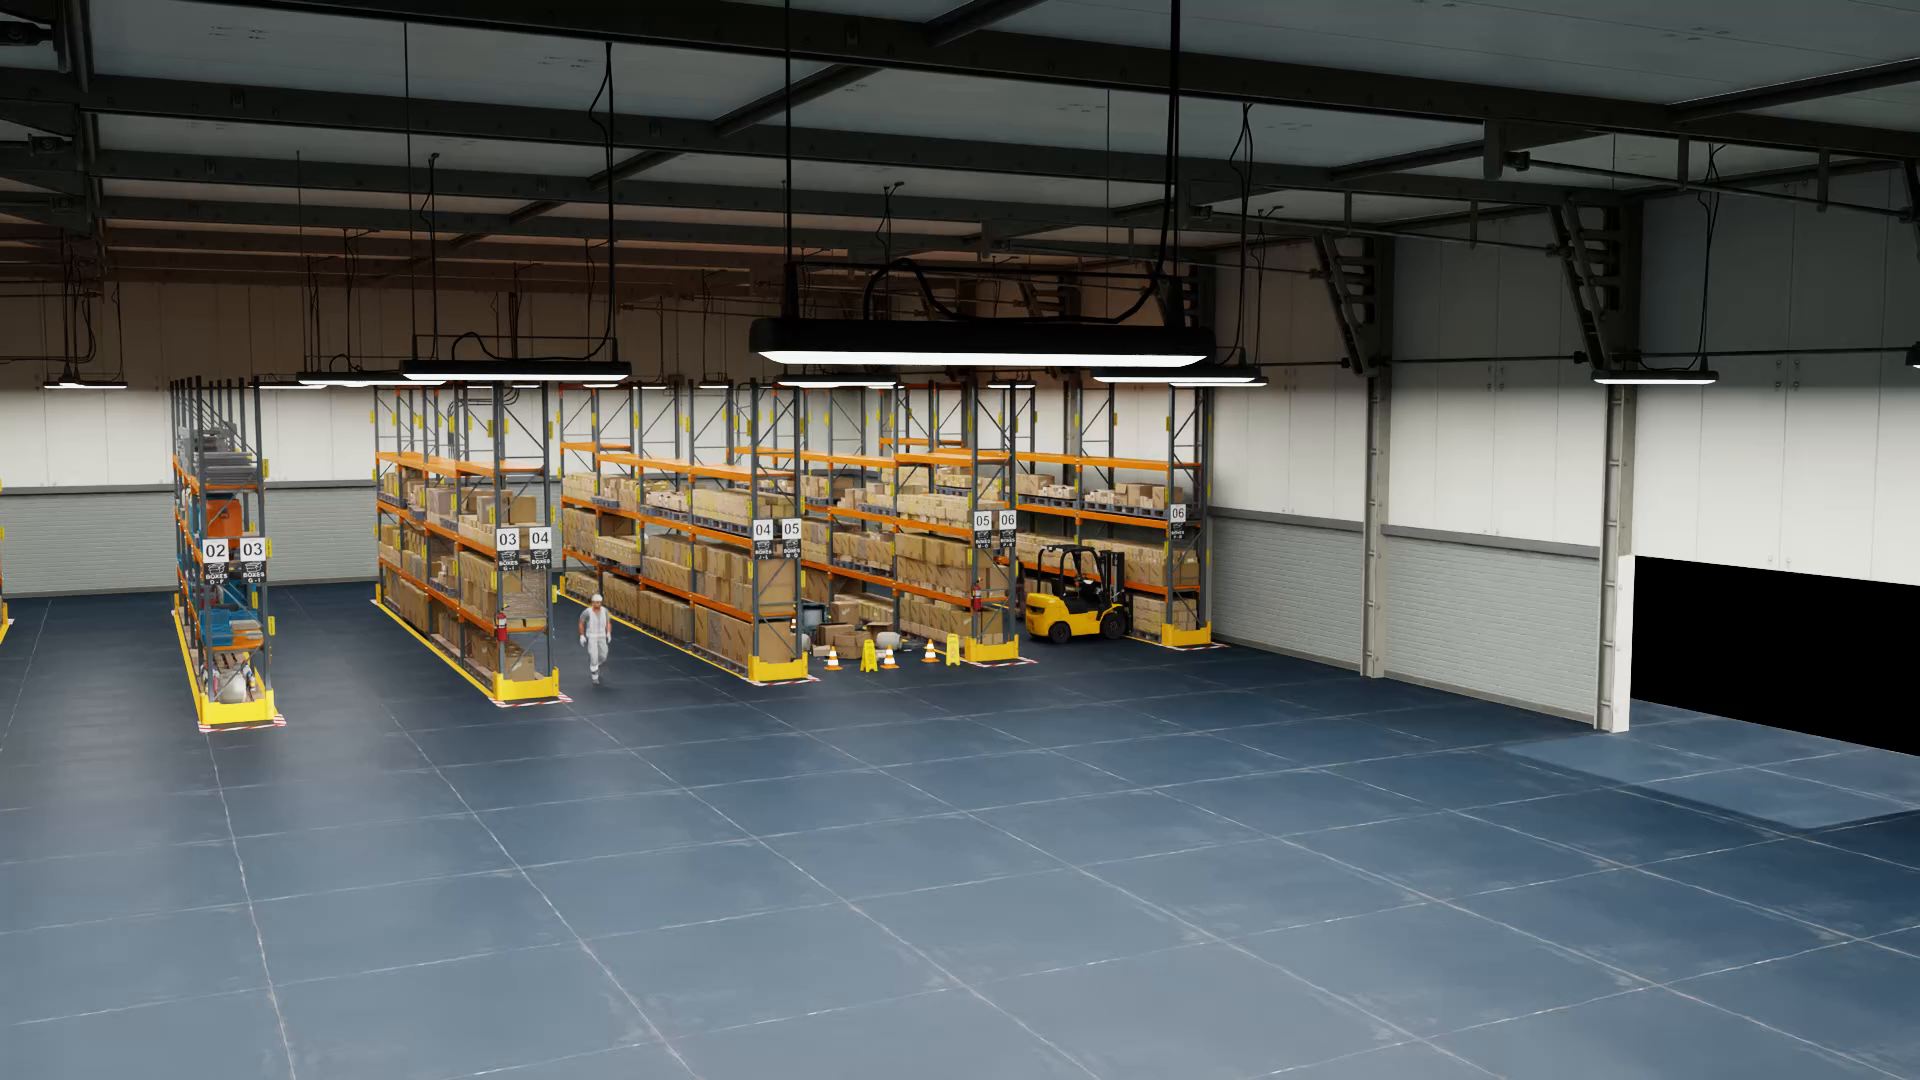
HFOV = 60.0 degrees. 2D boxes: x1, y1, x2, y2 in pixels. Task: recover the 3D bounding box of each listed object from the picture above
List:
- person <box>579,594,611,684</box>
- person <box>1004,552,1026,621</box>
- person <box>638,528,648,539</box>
[{"bbox_3d":[-7.247,1.929,32.871,0.626,1.765,0.705,-4,6,-38],"label":"person"},{"bbox_3d":[1.439,1.186,41.676,0.573,1.761,0.624,-4,7,-39],"label":"person"},{"bbox_3d":[-9.657,0.421,50.020,0.562,1.700,1.200,4,6,37],"label":"person"}]
